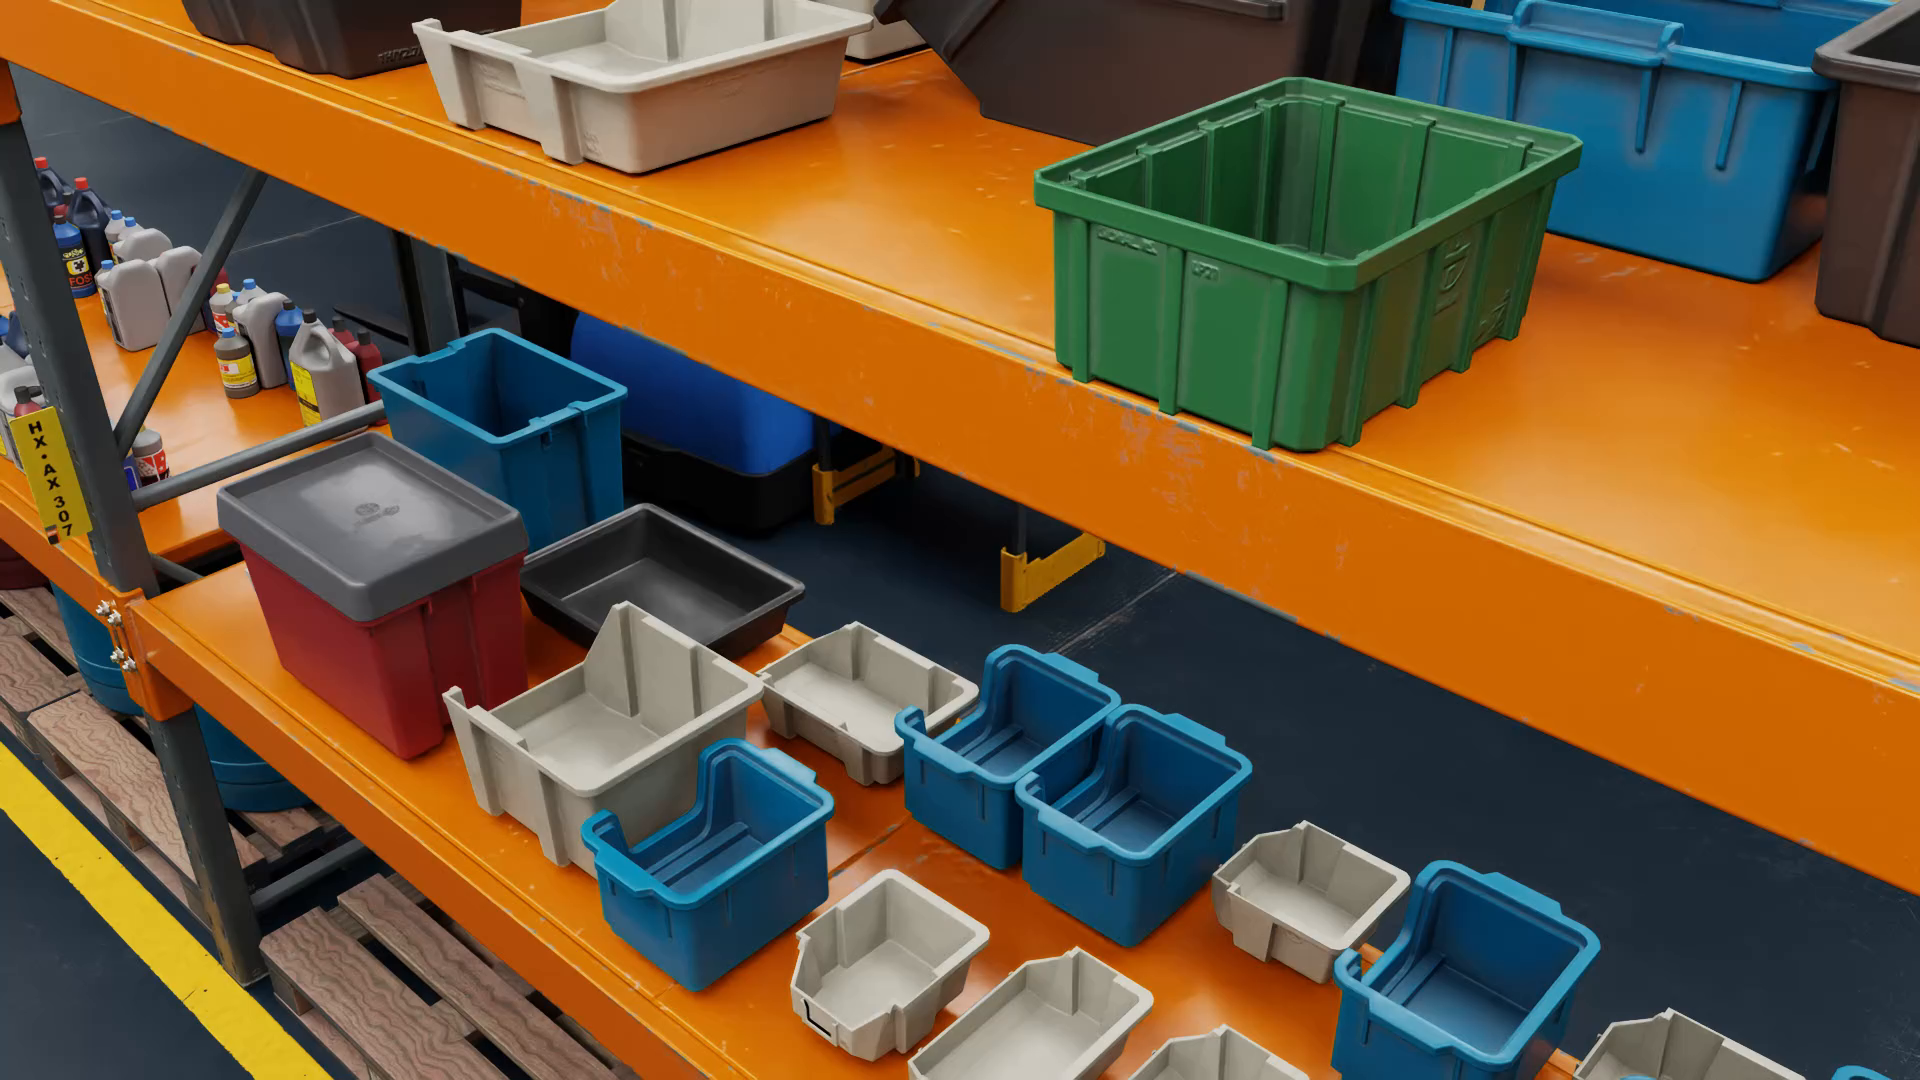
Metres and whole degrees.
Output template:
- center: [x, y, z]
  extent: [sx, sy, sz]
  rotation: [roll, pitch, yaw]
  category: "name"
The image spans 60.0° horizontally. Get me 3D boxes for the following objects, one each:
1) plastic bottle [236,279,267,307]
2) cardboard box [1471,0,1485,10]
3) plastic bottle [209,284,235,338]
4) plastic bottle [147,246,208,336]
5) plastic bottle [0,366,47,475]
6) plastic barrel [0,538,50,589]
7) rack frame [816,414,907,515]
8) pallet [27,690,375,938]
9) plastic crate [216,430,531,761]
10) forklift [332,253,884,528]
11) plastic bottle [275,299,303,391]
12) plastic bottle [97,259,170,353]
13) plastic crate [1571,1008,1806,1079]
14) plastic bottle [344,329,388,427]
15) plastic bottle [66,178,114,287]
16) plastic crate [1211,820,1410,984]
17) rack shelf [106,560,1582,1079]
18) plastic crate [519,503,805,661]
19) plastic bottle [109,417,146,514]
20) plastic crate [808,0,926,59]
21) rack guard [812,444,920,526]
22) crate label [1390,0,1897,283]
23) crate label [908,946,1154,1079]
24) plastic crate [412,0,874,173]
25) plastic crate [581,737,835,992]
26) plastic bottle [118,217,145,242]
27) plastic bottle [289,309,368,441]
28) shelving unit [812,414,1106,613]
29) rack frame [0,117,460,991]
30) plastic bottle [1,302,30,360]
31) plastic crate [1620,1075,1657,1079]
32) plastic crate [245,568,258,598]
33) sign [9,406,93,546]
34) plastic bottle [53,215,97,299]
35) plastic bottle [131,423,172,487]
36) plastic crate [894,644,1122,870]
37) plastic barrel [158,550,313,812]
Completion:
- center: [-2.138, -0.663, 5.068]
  extent: [0.097, 0.271, 0.097]
  rotation: [0, 31, 0]
  category: "plastic bottle"
- center: [2.158, -2.150, 6.347]
  extent: [0.500, 0.500, 0.500]
  rotation: [24, 38, 34]
  category: "cardboard box"
- center: [-2.282, -0.701, 5.198]
  extent: [0.097, 0.201, 0.097]
  rotation: [0, 31, 0]
  category: "plastic bottle"
- center: [-2.486, -0.809, 5.305]
  extent: [0.135, 0.276, 0.152]
  rotation: [25, 39, 35]
  category: "plastic bottle"
- center: [-2.492, -0.321, 4.496]
  extent: [0.135, 0.276, 0.152]
  rotation: [25, 39, 35]
  category: "plastic bottle"
- center: [-3.466, -0.213, 6.126]
  extent: [0.708, 0.588, 0.600]
  rotation: [25, 39, 35]
  category: "plastic barrel"
- center: [-0.404, -0.831, 6.676]
  extent: [0.032, 1.500, 0.500]
  rotation: [24, 38, 34]
  category: "rack frame"
- center: [-2.256, 0.676, 5.422]
  extent: [1.213, 0.211, 1.003]
  rotation: [25, 39, 35]
  category: "pallet"
- center: [-1.218, 0.116, 3.528]
  extent: [0.583, 0.464, 0.402]
  rotation: [25, 39, 35]
  category: "plastic crate"
- center: [-1.698, -1.899, 7.063]
  extent: [3.031, 2.935, 1.130]
  rotation: [21, 37, 30]
  category: "forklift"
- center: [-1.966, -0.583, 4.935]
  extent: [0.097, 0.271, 0.097]
  rotation: [0, 31, 0]
  category: "plastic bottle"
- center: [-2.588, -0.750, 5.208]
  extent: [0.135, 0.276, 0.152]
  rotation: [25, 39, 35]
  category: "plastic bottle"
- center: [1.110, 0.882, 2.574]
  extent: [0.298, 0.136, 0.250]
  rotation: [25, 39, 35]
  category: "plastic crate"
- center: [-1.697, -0.475, 4.745]
  extent: [0.133, 0.283, 0.061]
  rotation: [25, 39, 35]
  category: "plastic bottle"
- center: [-2.918, -1.045, 5.625]
  extent: [0.185, 0.351, 0.144]
  rotation: [25, 39, 35]
  category: "plastic bottle"
- center: [0.607, 0.647, 2.964]
  extent: [0.298, 0.136, 0.250]
  rotation: [25, 39, 35]
  category: "plastic crate"
- center: [-0.229, 0.765, 3.268]
  extent: [4.000, 0.370, 1.077]
  rotation: [25, 39, 35]
  category: "rack shelf"
- center: [-0.701, 0.141, 3.815]
  extent: [0.590, 0.125, 0.437]
  rotation: [25, 39, 35]
  category: "plastic crate"
- center: [-2.221, -0.195, 4.286]
  extent: [0.135, 0.276, 0.152]
  rotation: [25, 39, 35]
  category: "plastic bottle"
- center: [-0.182, -0.970, 2.660]
  extent: [0.530, 0.282, 0.437]
  rotation: [25, 39, 35]
  category: "plastic crate"
- center: [-0.389, -0.289, 6.987]
  extent: [0.087, 0.250, 0.587]
  rotation: [24, 38, 34]
  category: "rack guard"
- center: [0.787, -0.515, 1.933]
  extent: [0.502, 0.251, 0.408]
  rotation: [25, 39, 35]
  category: "crate label"
- center: [0.100, 0.830, 2.660]
  extent: [0.243, 0.136, 0.396]
  rotation: [25, 39, 35]
  category: "crate label"
- center: [-0.444, -0.643, 2.258]
  extent: [0.530, 0.136, 0.437]
  rotation: [25, 39, 35]
  category: "plastic crate"
- center: [-0.441, 0.582, 2.979]
  extent: [0.300, 0.233, 0.416]
  rotation: [25, 39, 35]
  category: "plastic crate"
- center: [-2.725, -0.937, 5.524]
  extent: [0.097, 0.271, 0.097]
  rotation: [0, 31, 0]
  category: "plastic bottle"
- center: [-1.785, -0.474, 4.677]
  extent: [0.185, 0.351, 0.144]
  rotation: [25, 39, 35]
  category: "plastic bottle"
- center: [-0.011, -0.657, 6.387]
  extent: [1.083, 1.500, 0.587]
  rotation: [24, 38, 34]
  category: "shelving unit"
- center: [-1.712, -0.235, 4.233]
  extent: [0.127, 3.000, 1.000]
  rotation: [25, 39, 35]
  category: "rack frame"
- center: [-2.653, -0.526, 4.764]
  extent: [0.185, 0.351, 0.144]
  rotation: [25, 39, 35]
  category: "plastic bottle"
- center: [0.881, 1.064, 1.982]
  extent: [0.499, 0.435, 0.616]
  rotation: [25, 39, 35]
  category: "plastic crate"
- center: [-1.462, 0.068, 3.927]
  extent: [0.243, 0.136, 0.396]
  rotation: [25, 39, 35]
  category: "plastic crate"
- center: [-2.082, -0.144, 3.813]
  extent: [0.005, 0.325, 0.100]
  rotation: [25, 39, 35]
  category: "sign"
- center: [-2.966, -0.950, 5.544]
  extent: [0.097, 0.271, 0.097]
  rotation: [0, 31, 0]
  category: "plastic bottle"
- center: [-2.151, -0.217, 4.395]
  extent: [0.097, 0.201, 0.097]
  rotation: [0, 31, 0]
  category: "plastic bottle"
- center: [0.093, 0.424, 3.241]
  extent: [0.300, 0.233, 0.416]
  rotation: [25, 39, 35]
  category: "plastic crate"
- center: [-2.104, 0.289, 4.989]
  extent: [0.708, 0.901, 0.600]
  rotation: [25, 39, 35]
  category: "plastic barrel"
